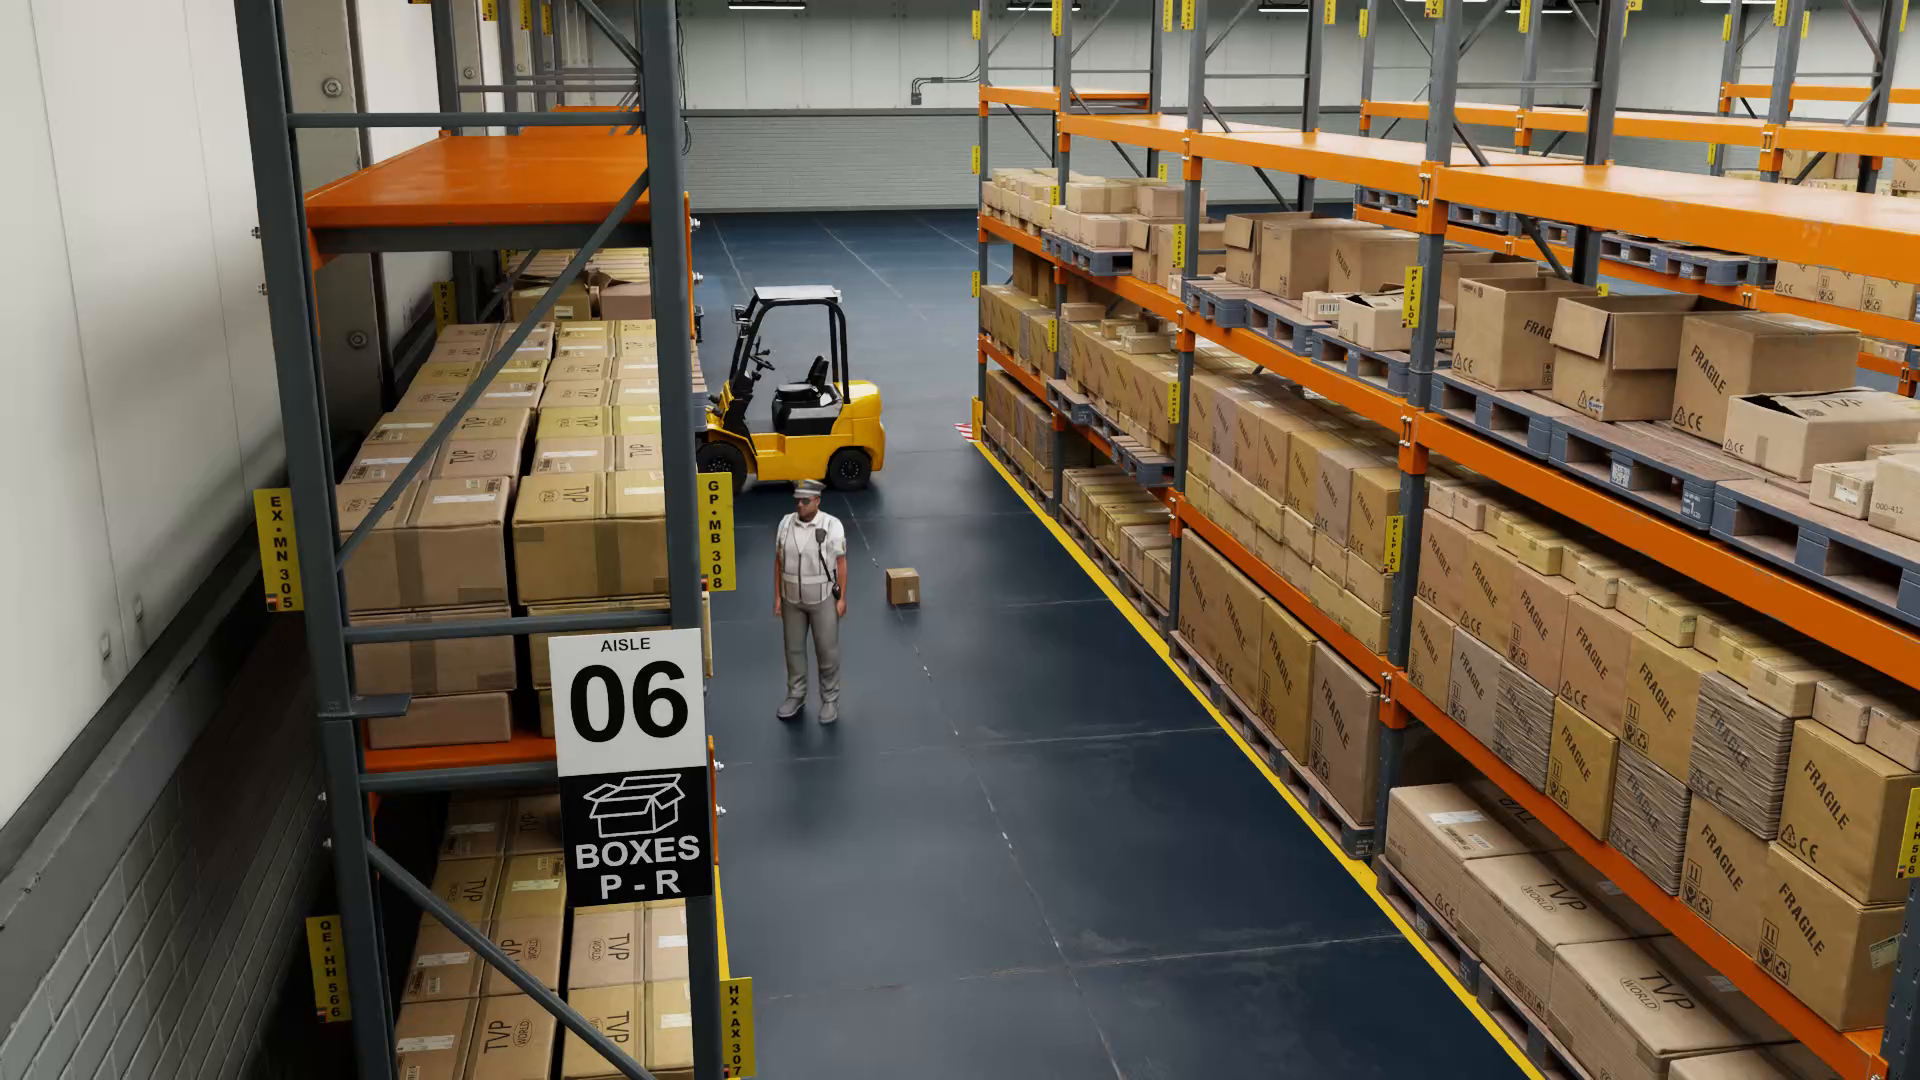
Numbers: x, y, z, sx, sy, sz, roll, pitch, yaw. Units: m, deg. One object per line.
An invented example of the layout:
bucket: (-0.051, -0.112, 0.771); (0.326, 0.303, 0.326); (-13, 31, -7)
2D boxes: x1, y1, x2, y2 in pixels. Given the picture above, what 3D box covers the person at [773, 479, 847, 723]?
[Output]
person: (-1.096, 0.418, 12.044); (0.540, 1.782, 0.412); (4, 17, 14)
